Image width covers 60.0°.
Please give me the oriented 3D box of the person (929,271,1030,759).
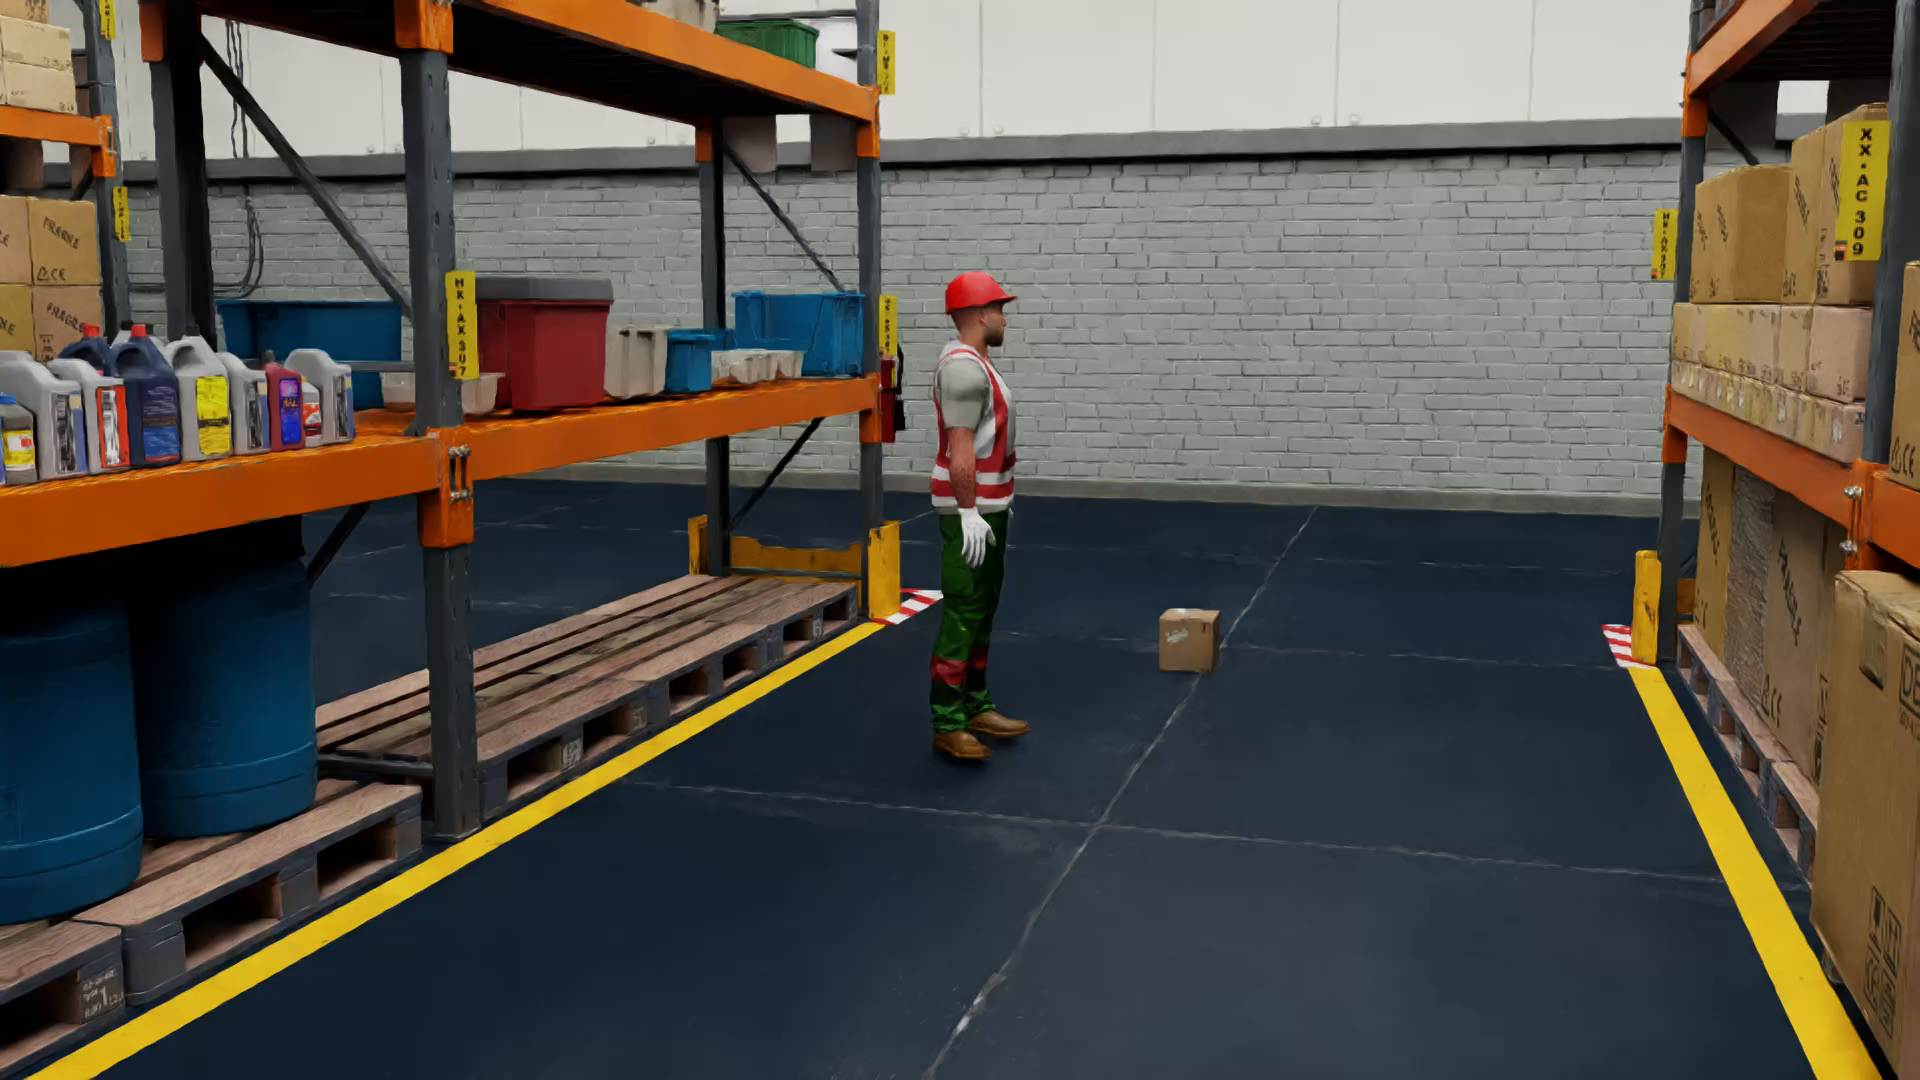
[{"bbox_3d":[0.076,-0.109,6.290,0.377,1.797,0.632,1,8,8],"label":"person"}]
